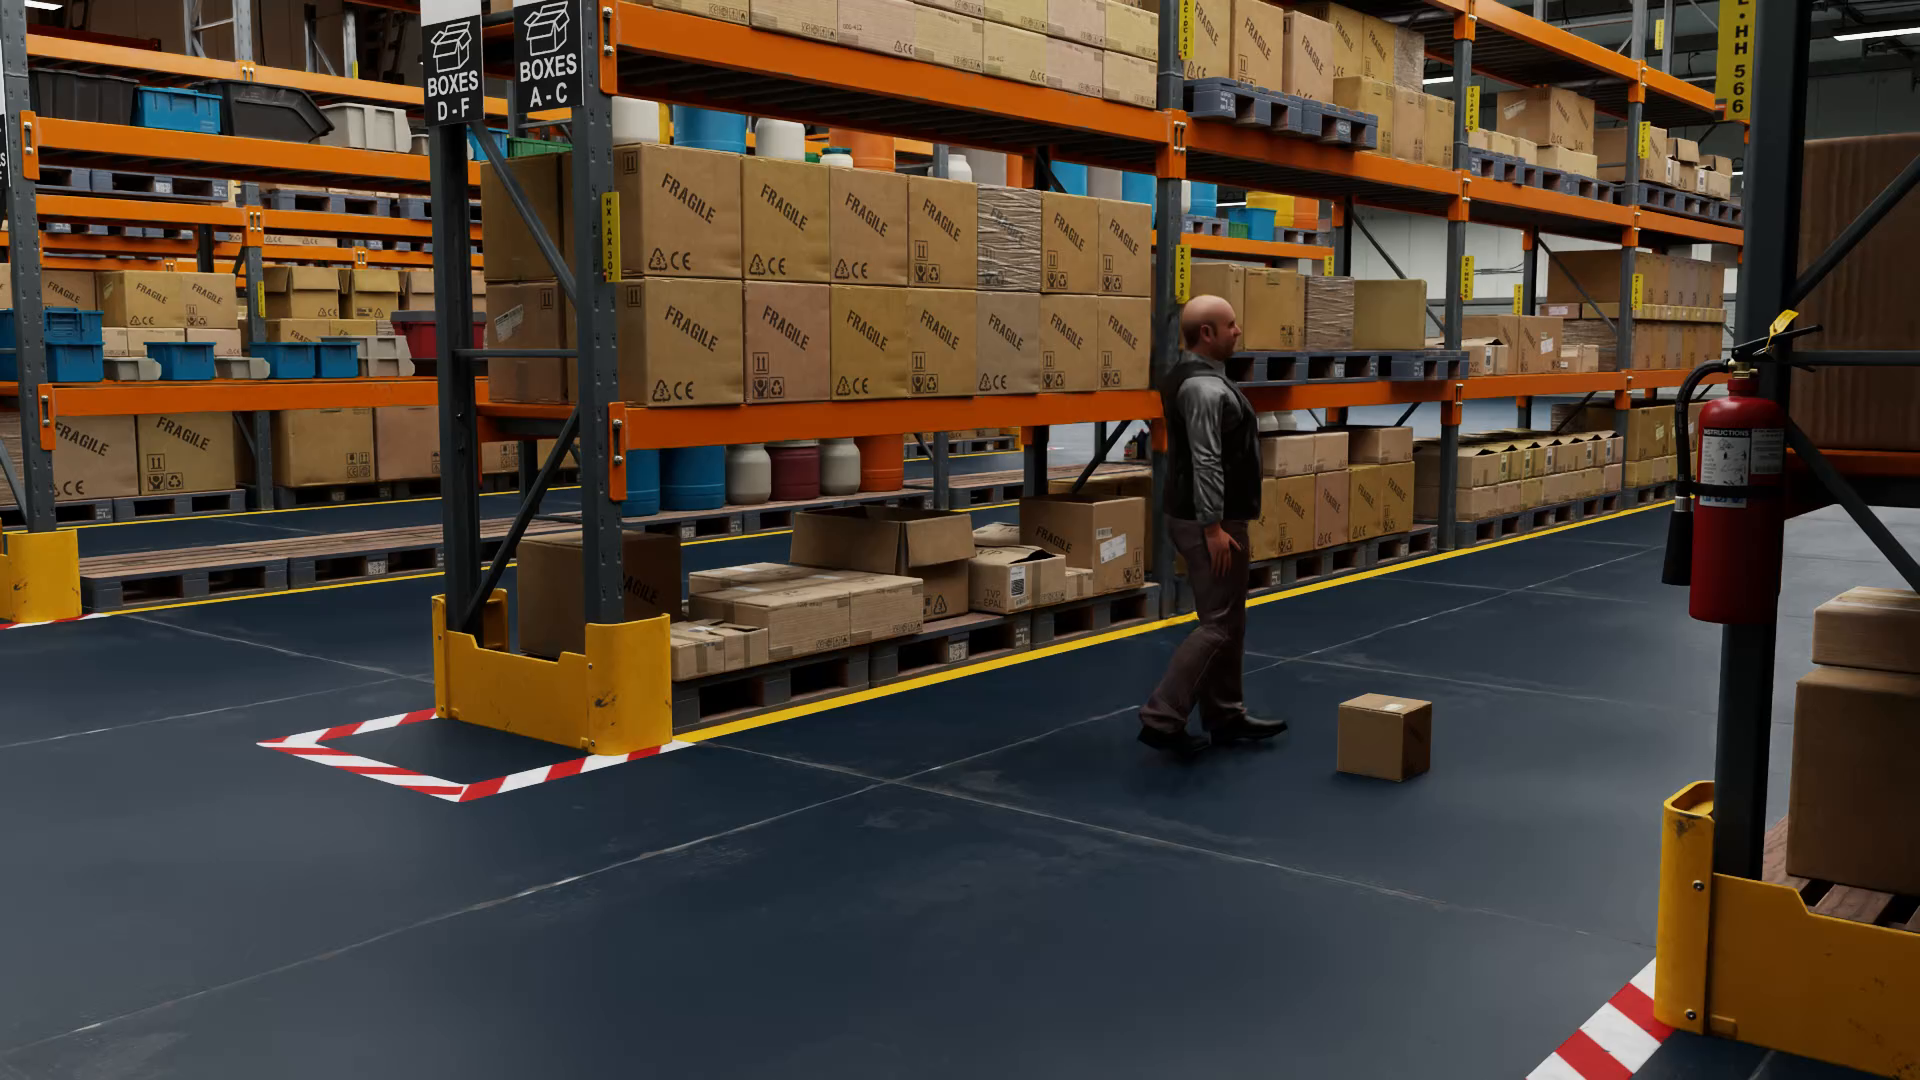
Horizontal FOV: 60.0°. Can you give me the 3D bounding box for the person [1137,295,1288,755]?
[{"bbox_3d":[0.961,-0.046,6.255,0.624,1.716,0.558,0,7,-3],"label":"person"}]
